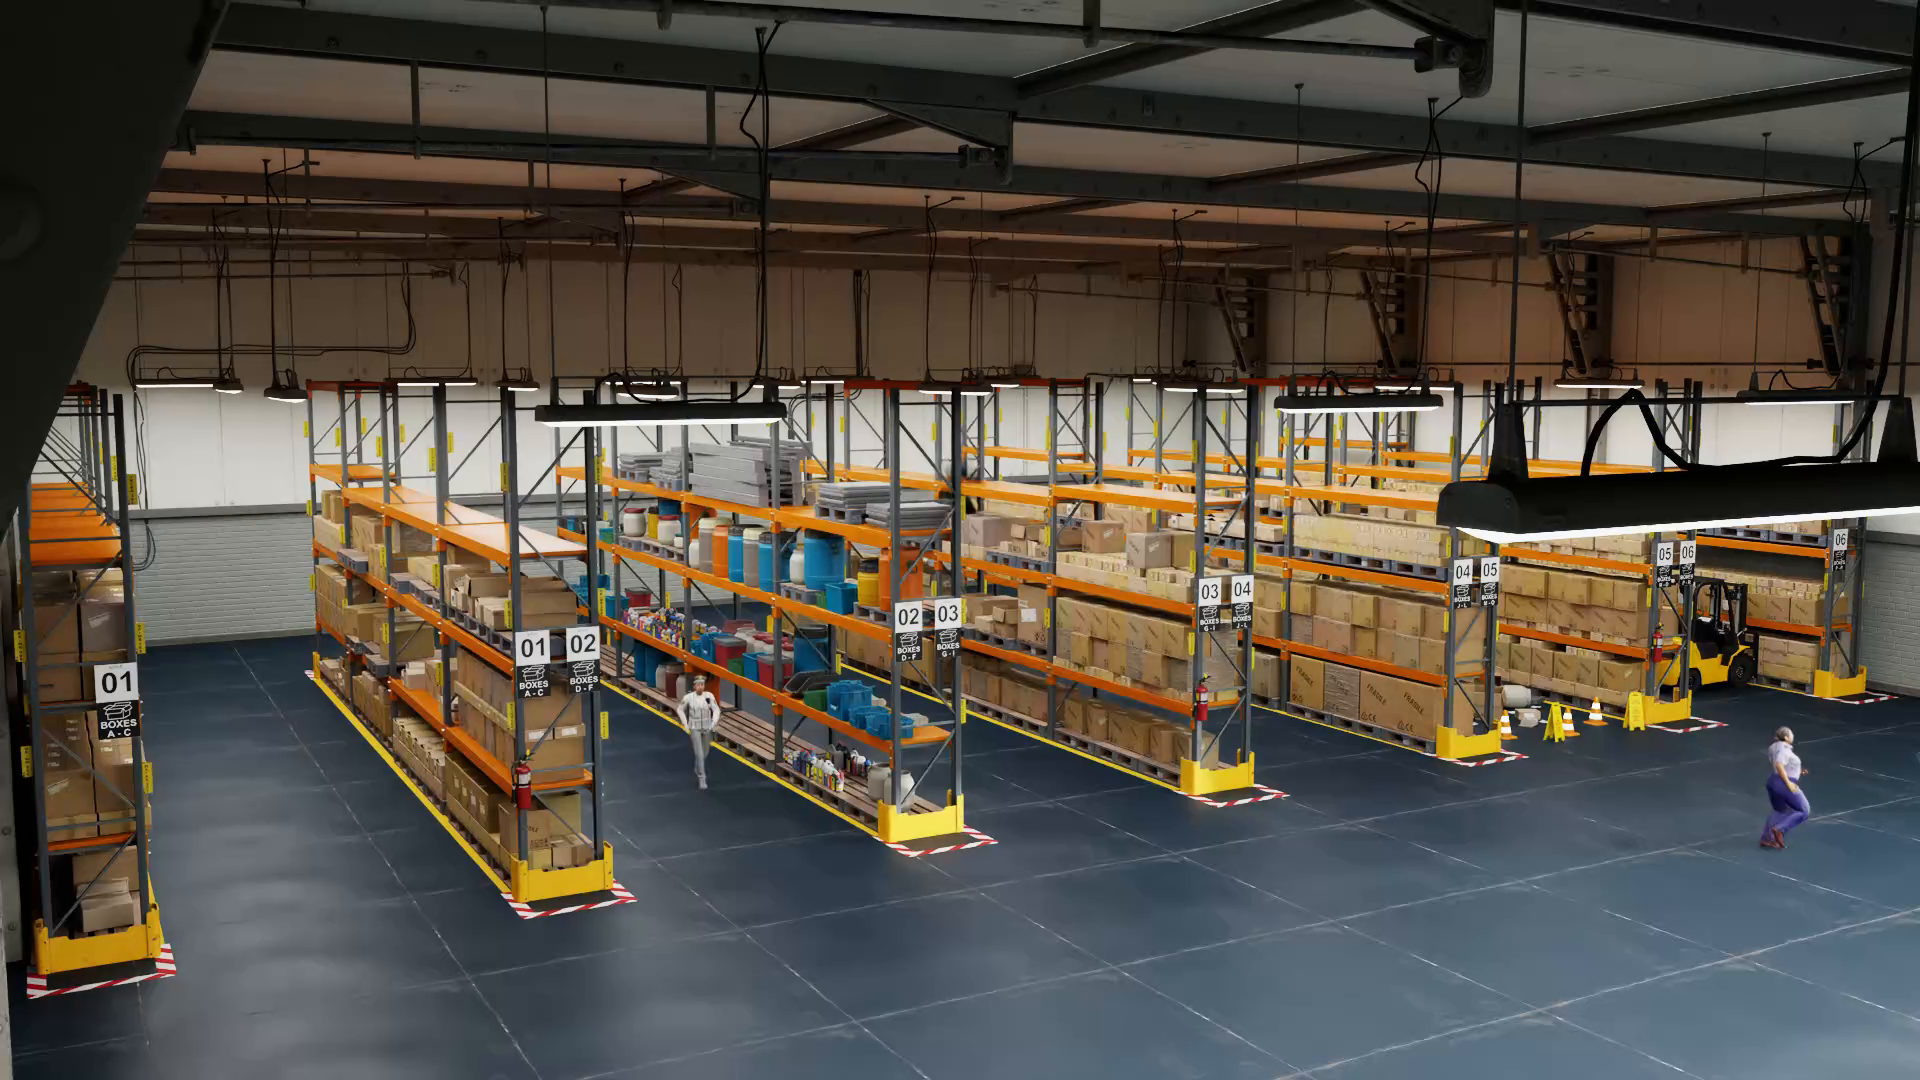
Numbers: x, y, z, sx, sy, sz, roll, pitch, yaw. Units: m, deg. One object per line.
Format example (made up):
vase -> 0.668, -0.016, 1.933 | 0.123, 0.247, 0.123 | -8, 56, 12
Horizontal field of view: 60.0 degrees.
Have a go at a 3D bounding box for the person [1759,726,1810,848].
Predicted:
person -> 10.777, 3.224, 21.679 | 0.583, 1.609, 0.592 | 0, 6, -2

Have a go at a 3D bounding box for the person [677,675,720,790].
person -> -3.929, 2.847, 25.060 | 0.632, 1.694, 0.819 | -3, 7, -23

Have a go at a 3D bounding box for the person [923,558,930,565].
person -> -0.917, 1.276, 39.616 | 0.734, 1.700, 0.515 | 0, 6, 3
